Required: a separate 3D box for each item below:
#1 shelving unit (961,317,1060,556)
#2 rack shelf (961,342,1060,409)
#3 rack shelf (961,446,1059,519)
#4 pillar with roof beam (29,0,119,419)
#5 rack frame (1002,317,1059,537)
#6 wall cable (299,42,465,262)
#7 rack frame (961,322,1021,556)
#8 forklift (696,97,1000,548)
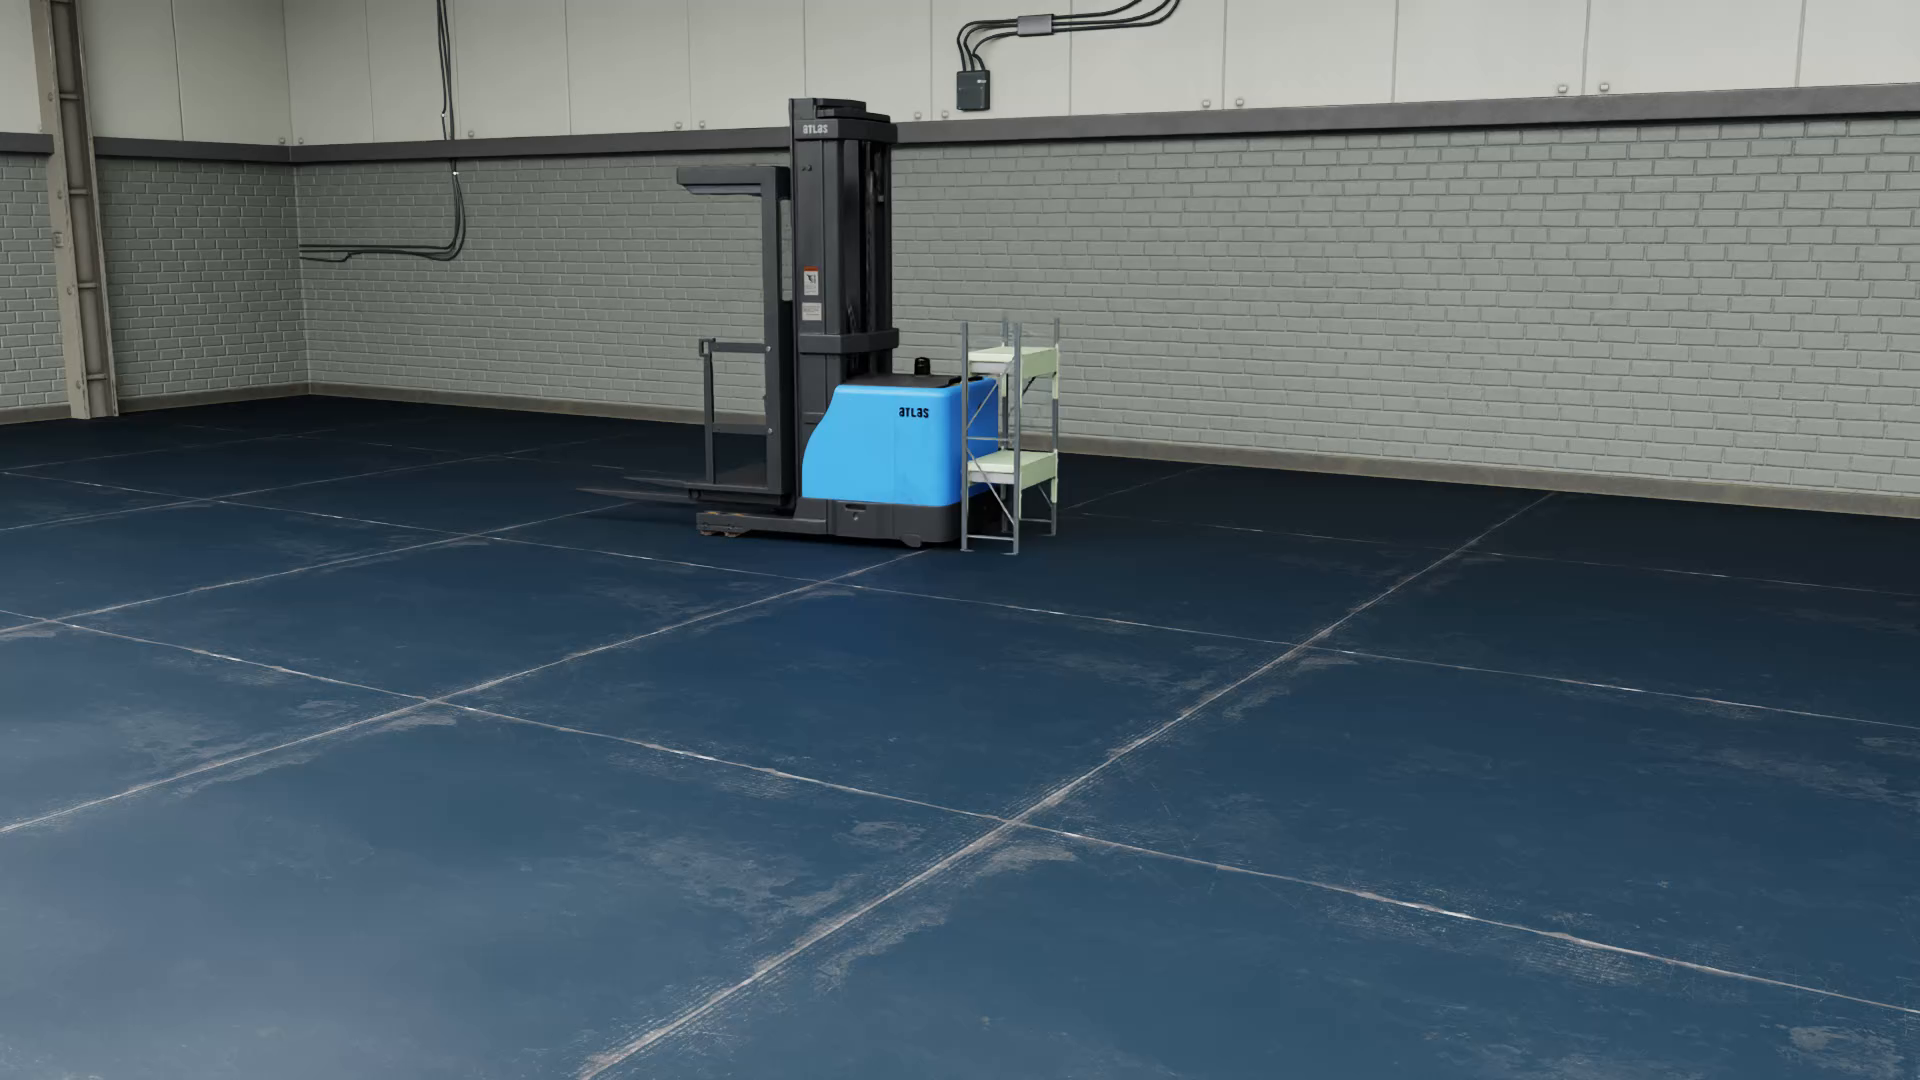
[{"bbox_3d":[0.340,-0.714,11.103,0.431,1.500,0.755,4,11,22],"label":"shelving unit"},{"bbox_3d":[0.341,-1.097,11.031,0.431,0.370,0.720,4,11,22],"label":"rack shelf"},{"bbox_3d":[0.340,-0.393,11.163,0.431,0.370,0.720,4,11,22],"label":"rack shelf"},{"bbox_3d":[-6.114,-5.407,15.798,9.100,9.000,0.400,6,12,31],"label":"pillar with roof beam"},{"bbox_3d":[0.482,-0.776,11.435,0.400,1.500,0.023,4,11,22],"label":"rack frame"},{"bbox_3d":[-7.134,-4.630,20.081,3.097,2.526,0.112,6,12,31],"label":"wall cable"},{"bbox_3d":[0.199,-0.651,10.771,0.400,1.500,0.023,4,11,22],"label":"rack frame"},{"bbox_3d":[-1.284,-1.542,11.641,3.031,2.935,1.130,4,11,22],"label":"forklift"}]
